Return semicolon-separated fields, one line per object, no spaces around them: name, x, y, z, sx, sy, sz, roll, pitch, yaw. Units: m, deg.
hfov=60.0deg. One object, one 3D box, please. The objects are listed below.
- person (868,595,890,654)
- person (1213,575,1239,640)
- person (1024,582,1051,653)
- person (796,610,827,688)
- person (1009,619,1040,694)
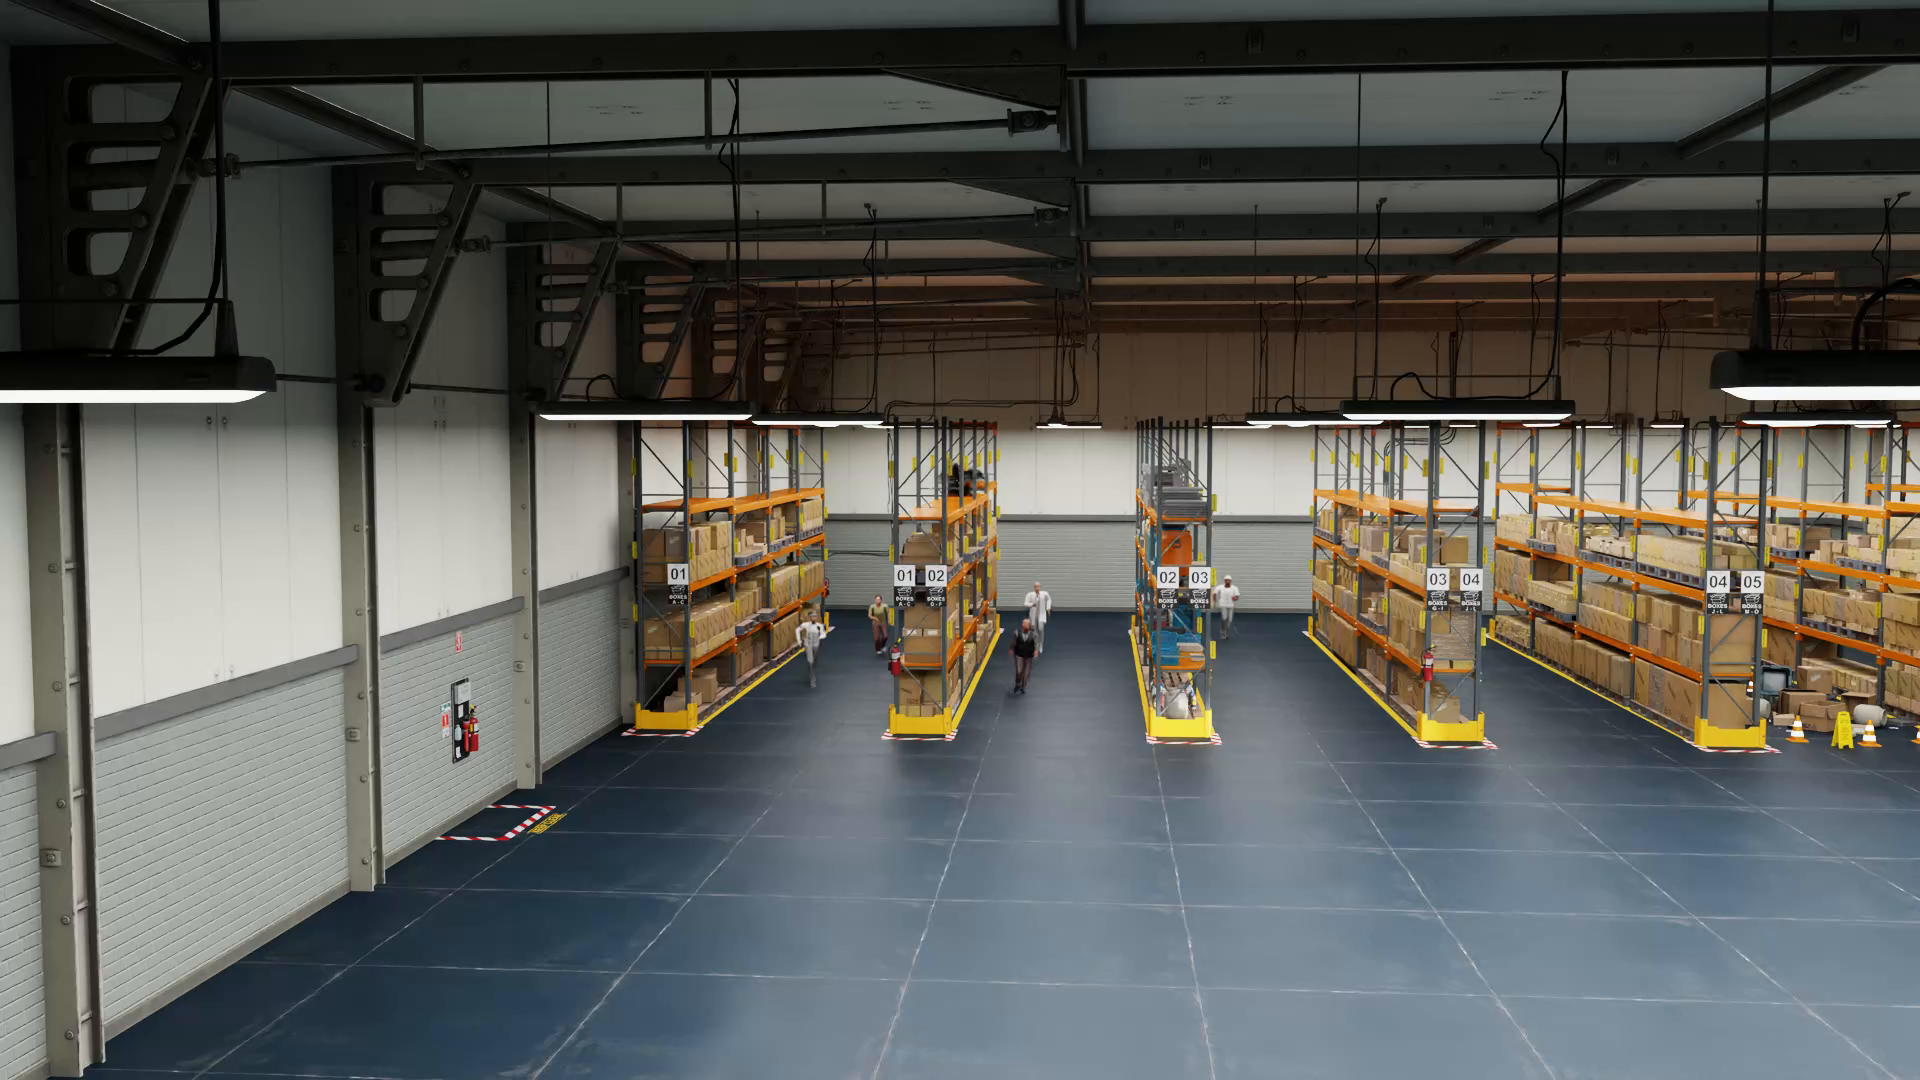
person;-2.064;2.170;42.560;0.578;1.561;0.736;0;4;-6
person;7.348;1.858;45.756;0.669;1.789;0.727;0;4;-3
person;2.015;2.014;43.250;0.679;1.847;0.930;0;4;4
person;-3.357;2.435;37.477;0.649;1.740;0.860;-1;4;-20
person;1.414;2.526;35.986;0.644;1.669;0.794;0;4;-5
